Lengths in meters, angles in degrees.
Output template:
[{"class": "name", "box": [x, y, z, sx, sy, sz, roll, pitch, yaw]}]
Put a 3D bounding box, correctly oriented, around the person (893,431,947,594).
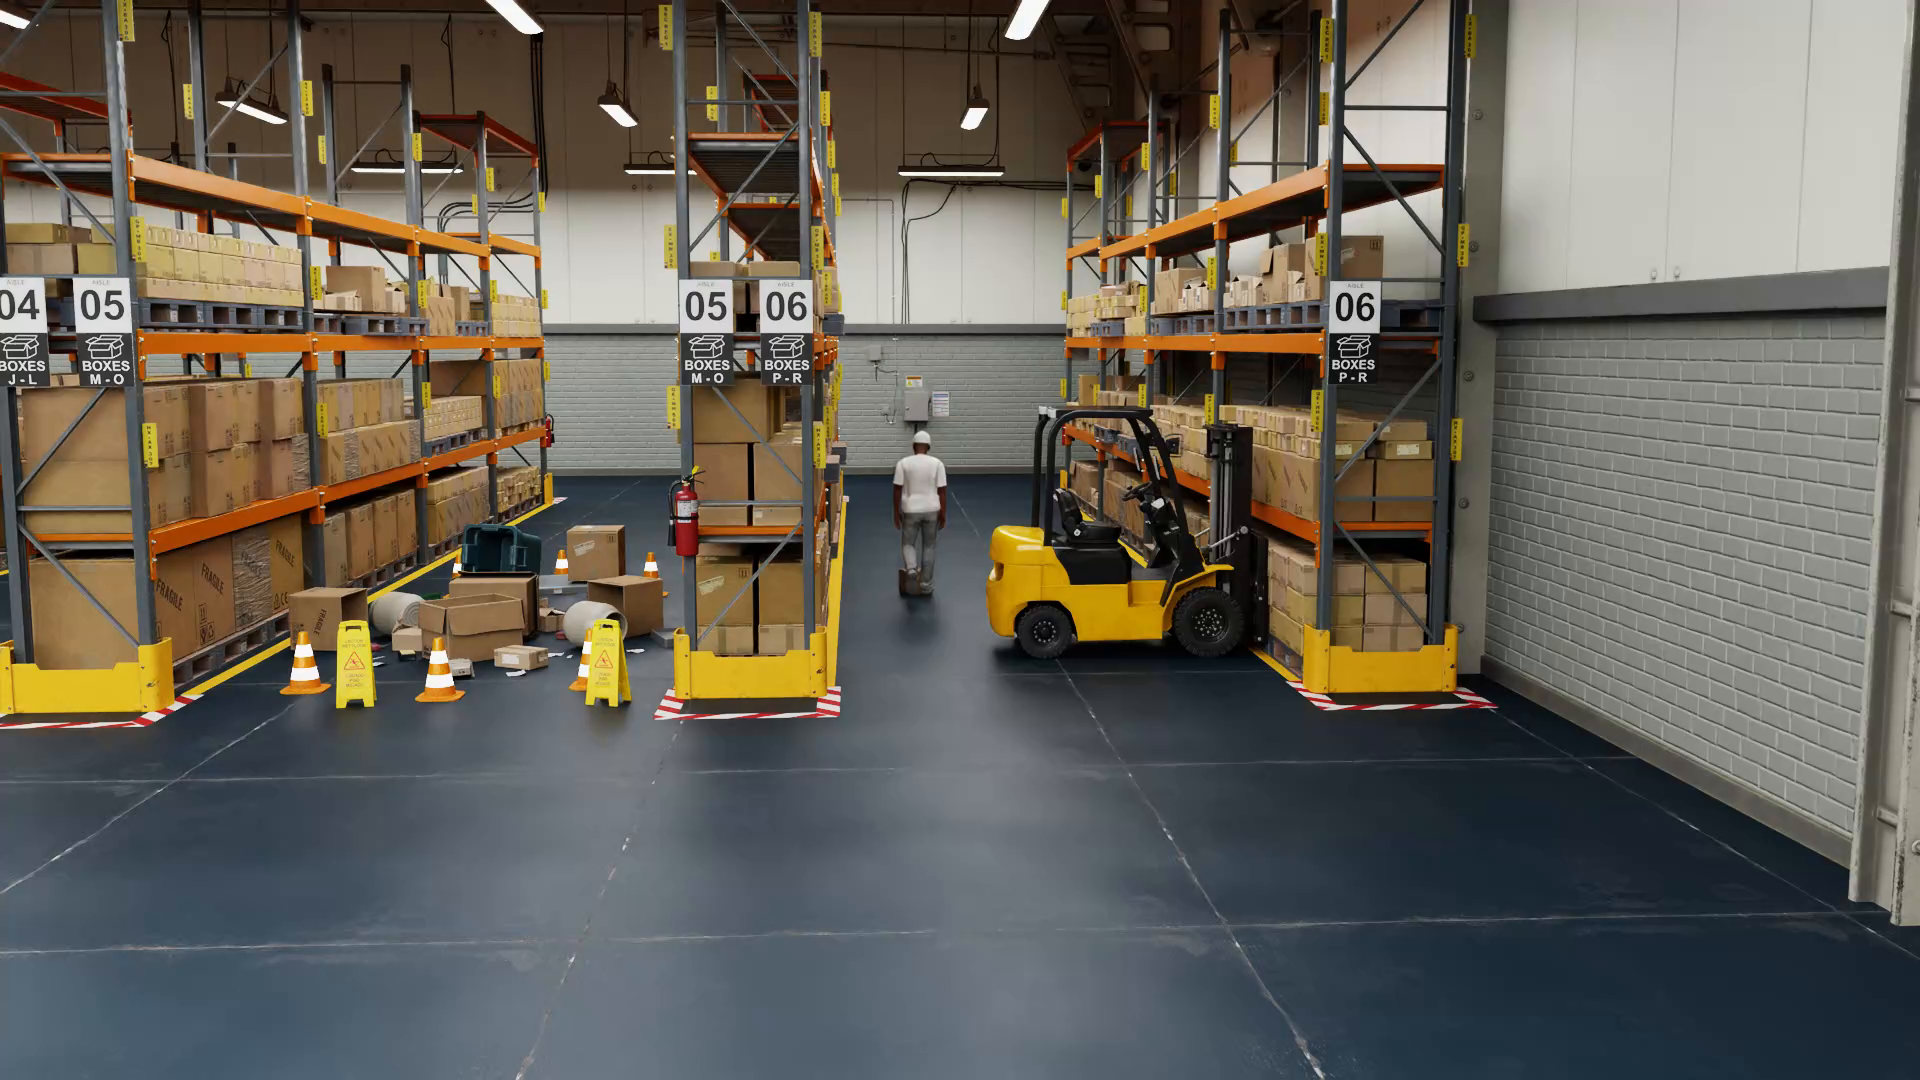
[{"class": "person", "box": [-0.434, -0.289, 17.913, 0.581, 1.755, 0.595, 0, 7, -1]}]
